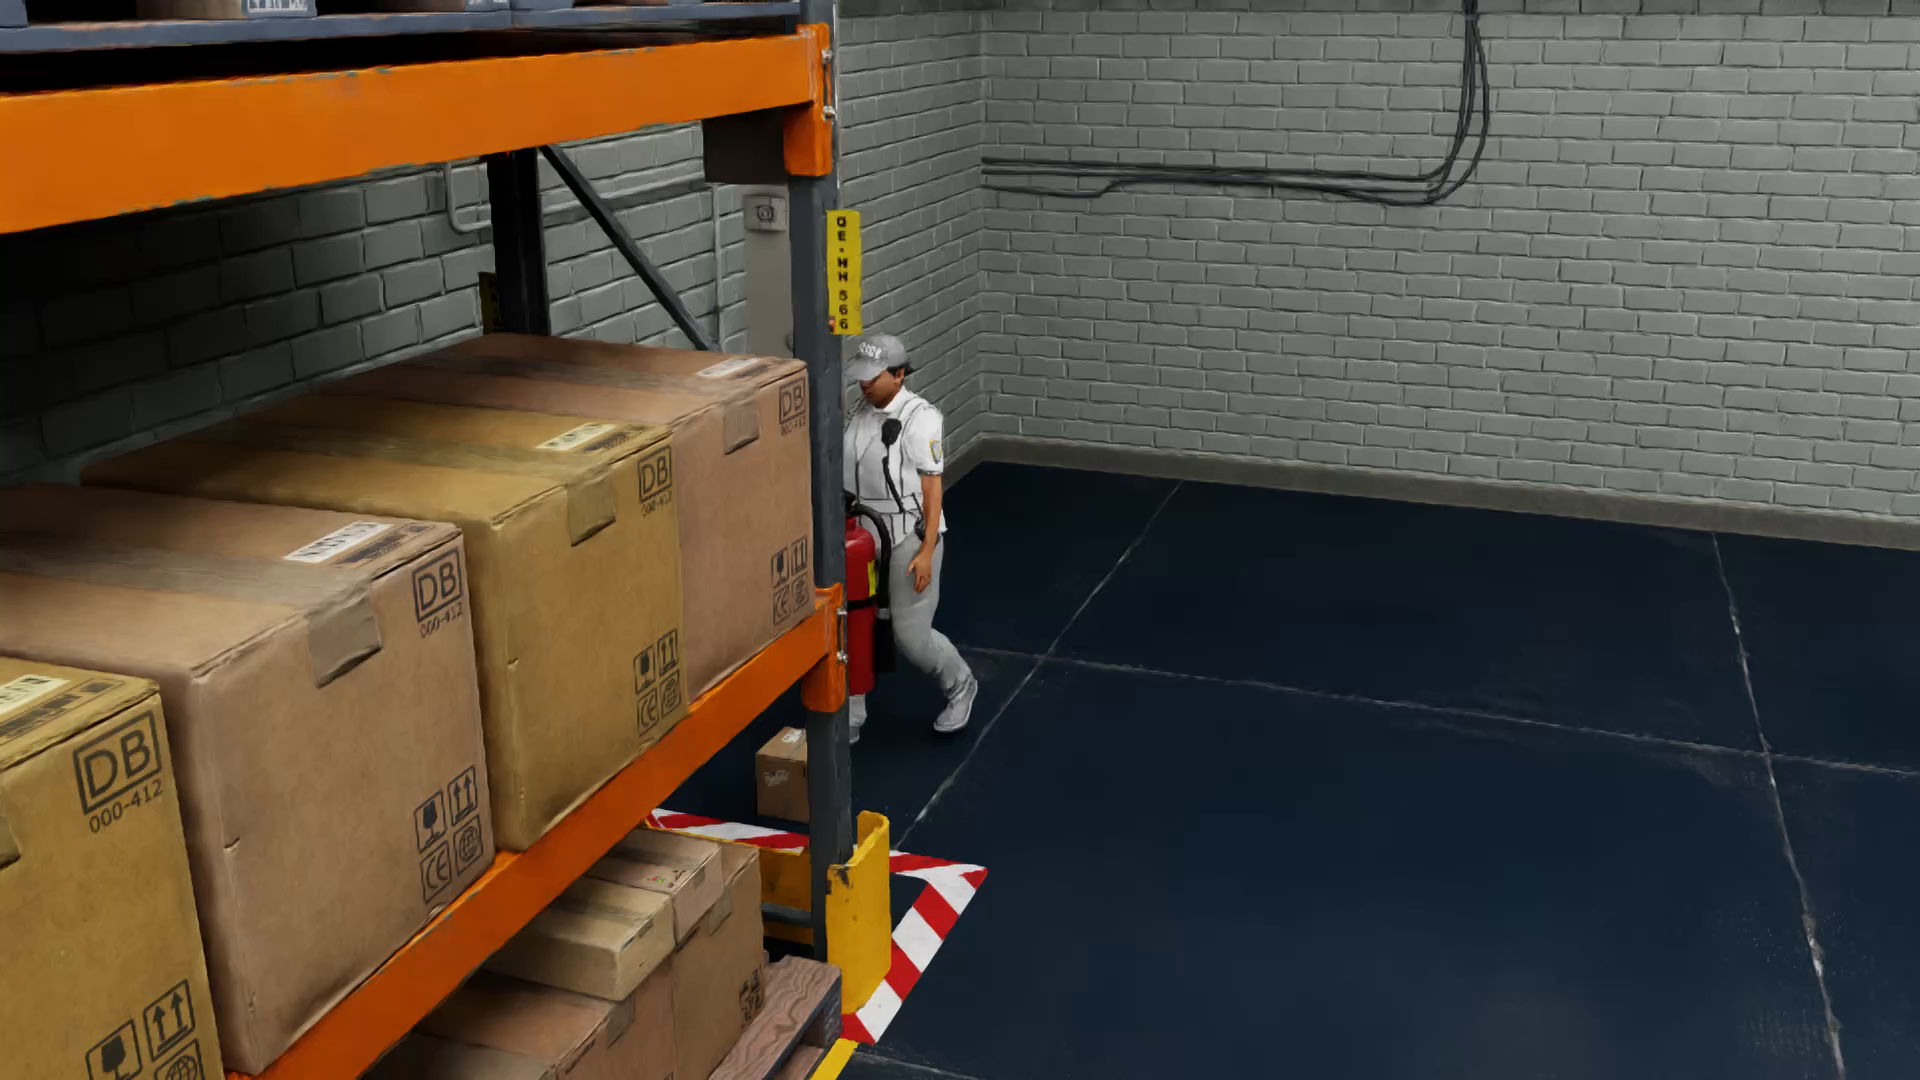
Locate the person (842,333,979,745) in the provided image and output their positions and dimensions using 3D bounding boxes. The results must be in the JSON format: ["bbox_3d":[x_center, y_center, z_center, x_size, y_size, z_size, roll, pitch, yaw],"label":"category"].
[{"bbox_3d":[-0.295,0.018,6.461,0.506,1.649,0.736,13,23,34],"label":"person"}]
